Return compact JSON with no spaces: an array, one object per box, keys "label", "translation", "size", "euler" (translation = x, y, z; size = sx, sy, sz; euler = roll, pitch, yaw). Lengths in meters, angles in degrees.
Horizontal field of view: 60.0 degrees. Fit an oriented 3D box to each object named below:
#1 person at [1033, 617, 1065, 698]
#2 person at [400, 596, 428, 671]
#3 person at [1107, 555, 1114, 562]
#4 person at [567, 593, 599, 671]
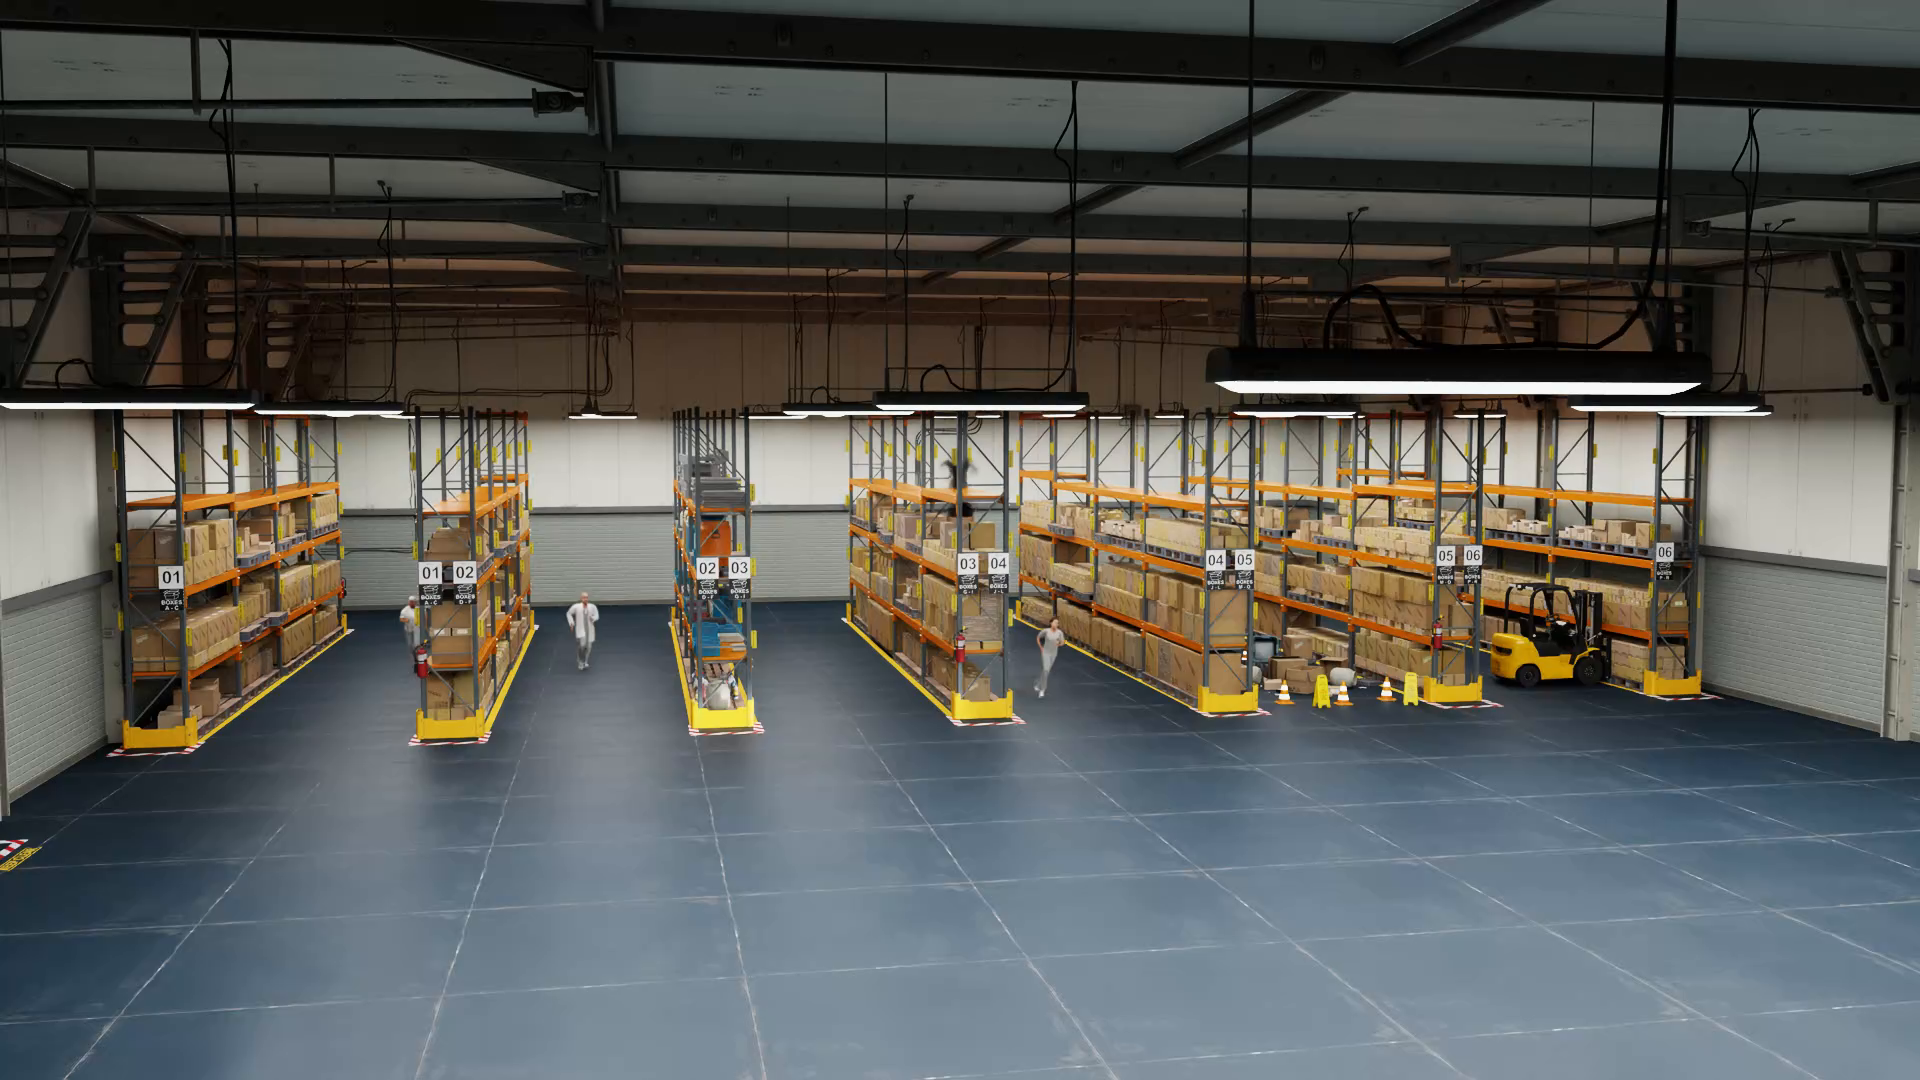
[{"label":"person","translation":[1.843,2.427,34.921],"size":[0.679,1.656,0.782],"euler":[-2,4,-22]},{"label":"person","translation":[-12.690,2.148,38.621],"size":[0.554,1.724,0.842],"euler":[0,4,-4]},{"label":"person","translation":[4.738,1.251,51.828],"size":[0.724,1.568,0.542],"euler":[-2,5,-30]},{"label":"person","translation":[-8.653,2.116,38.323],"size":[0.687,1.790,0.759],"euler":[-2,5,-27]}]
